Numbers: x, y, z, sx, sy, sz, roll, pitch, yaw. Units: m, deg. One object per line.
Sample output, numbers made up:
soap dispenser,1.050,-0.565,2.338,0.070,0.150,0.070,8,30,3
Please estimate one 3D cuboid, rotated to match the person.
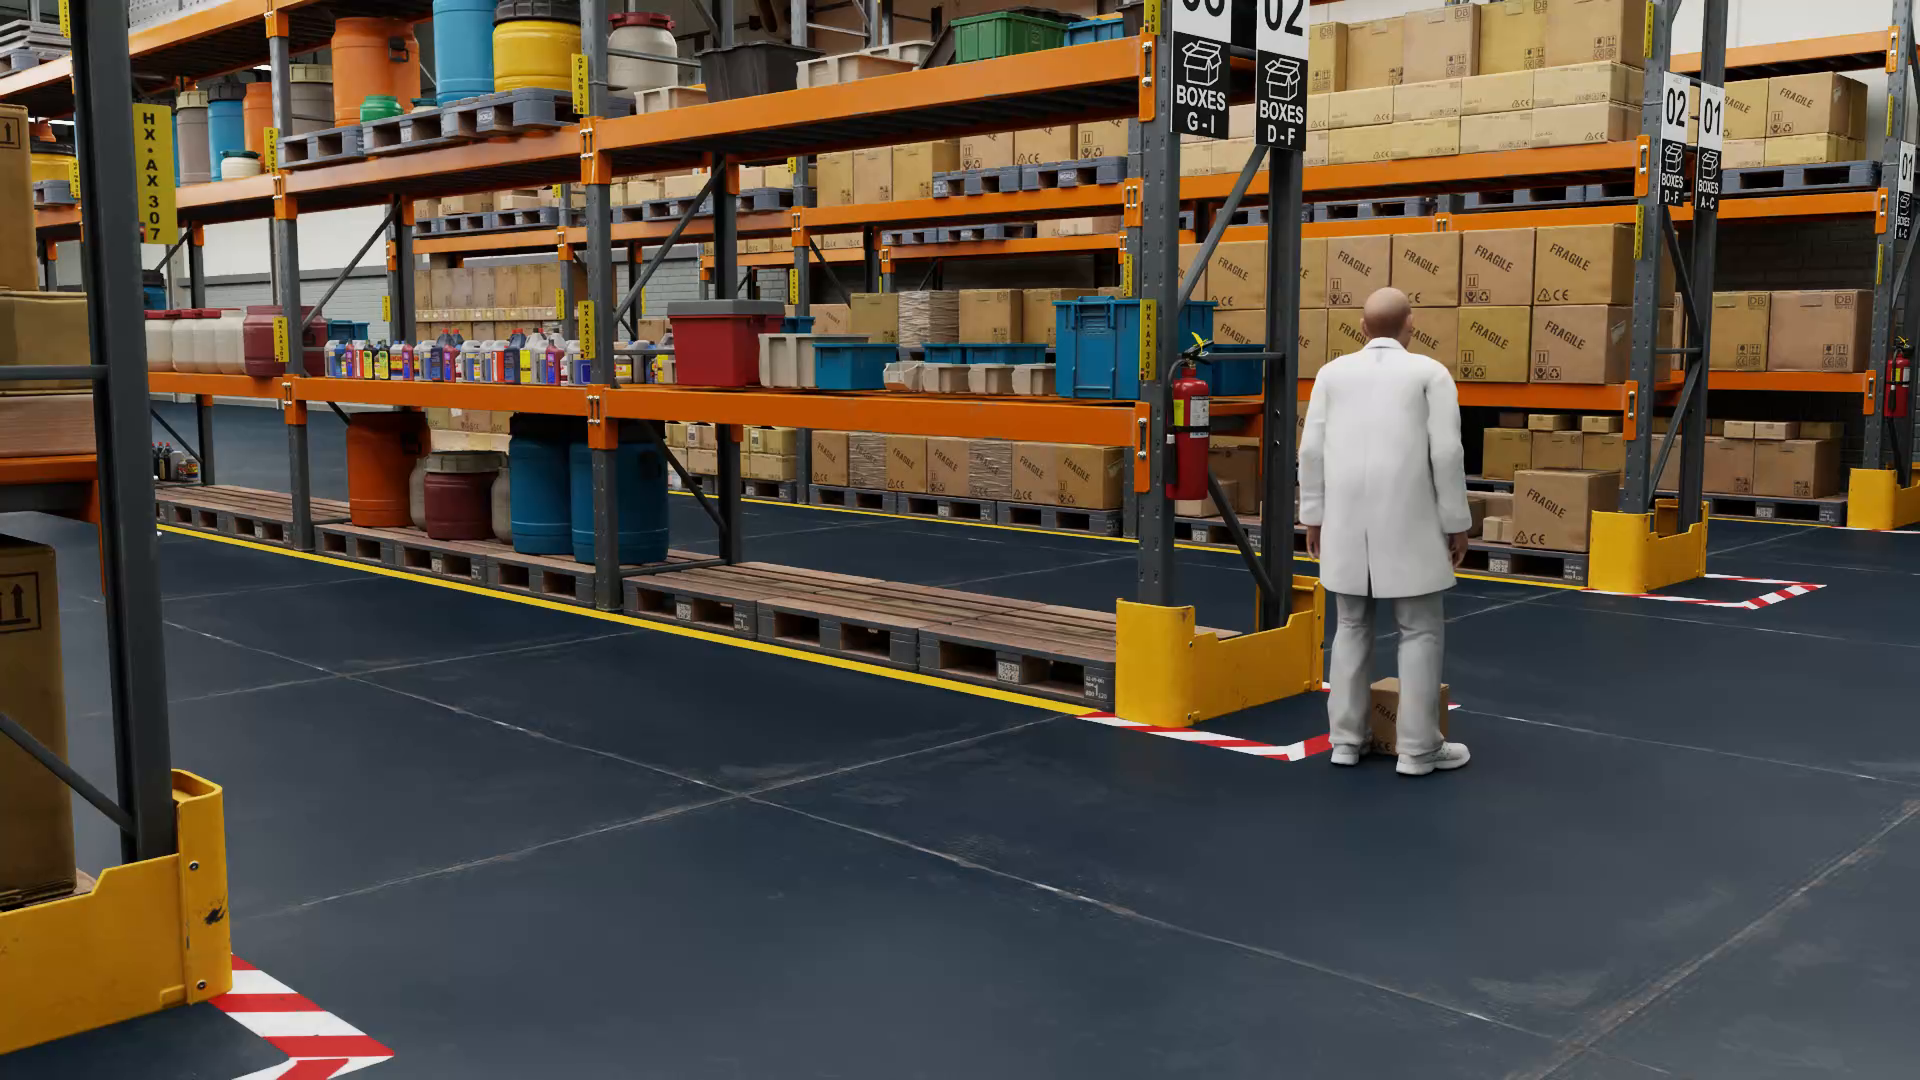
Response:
person,1.572,-0.044,6.180,0.653,1.774,0.422,5,8,34
